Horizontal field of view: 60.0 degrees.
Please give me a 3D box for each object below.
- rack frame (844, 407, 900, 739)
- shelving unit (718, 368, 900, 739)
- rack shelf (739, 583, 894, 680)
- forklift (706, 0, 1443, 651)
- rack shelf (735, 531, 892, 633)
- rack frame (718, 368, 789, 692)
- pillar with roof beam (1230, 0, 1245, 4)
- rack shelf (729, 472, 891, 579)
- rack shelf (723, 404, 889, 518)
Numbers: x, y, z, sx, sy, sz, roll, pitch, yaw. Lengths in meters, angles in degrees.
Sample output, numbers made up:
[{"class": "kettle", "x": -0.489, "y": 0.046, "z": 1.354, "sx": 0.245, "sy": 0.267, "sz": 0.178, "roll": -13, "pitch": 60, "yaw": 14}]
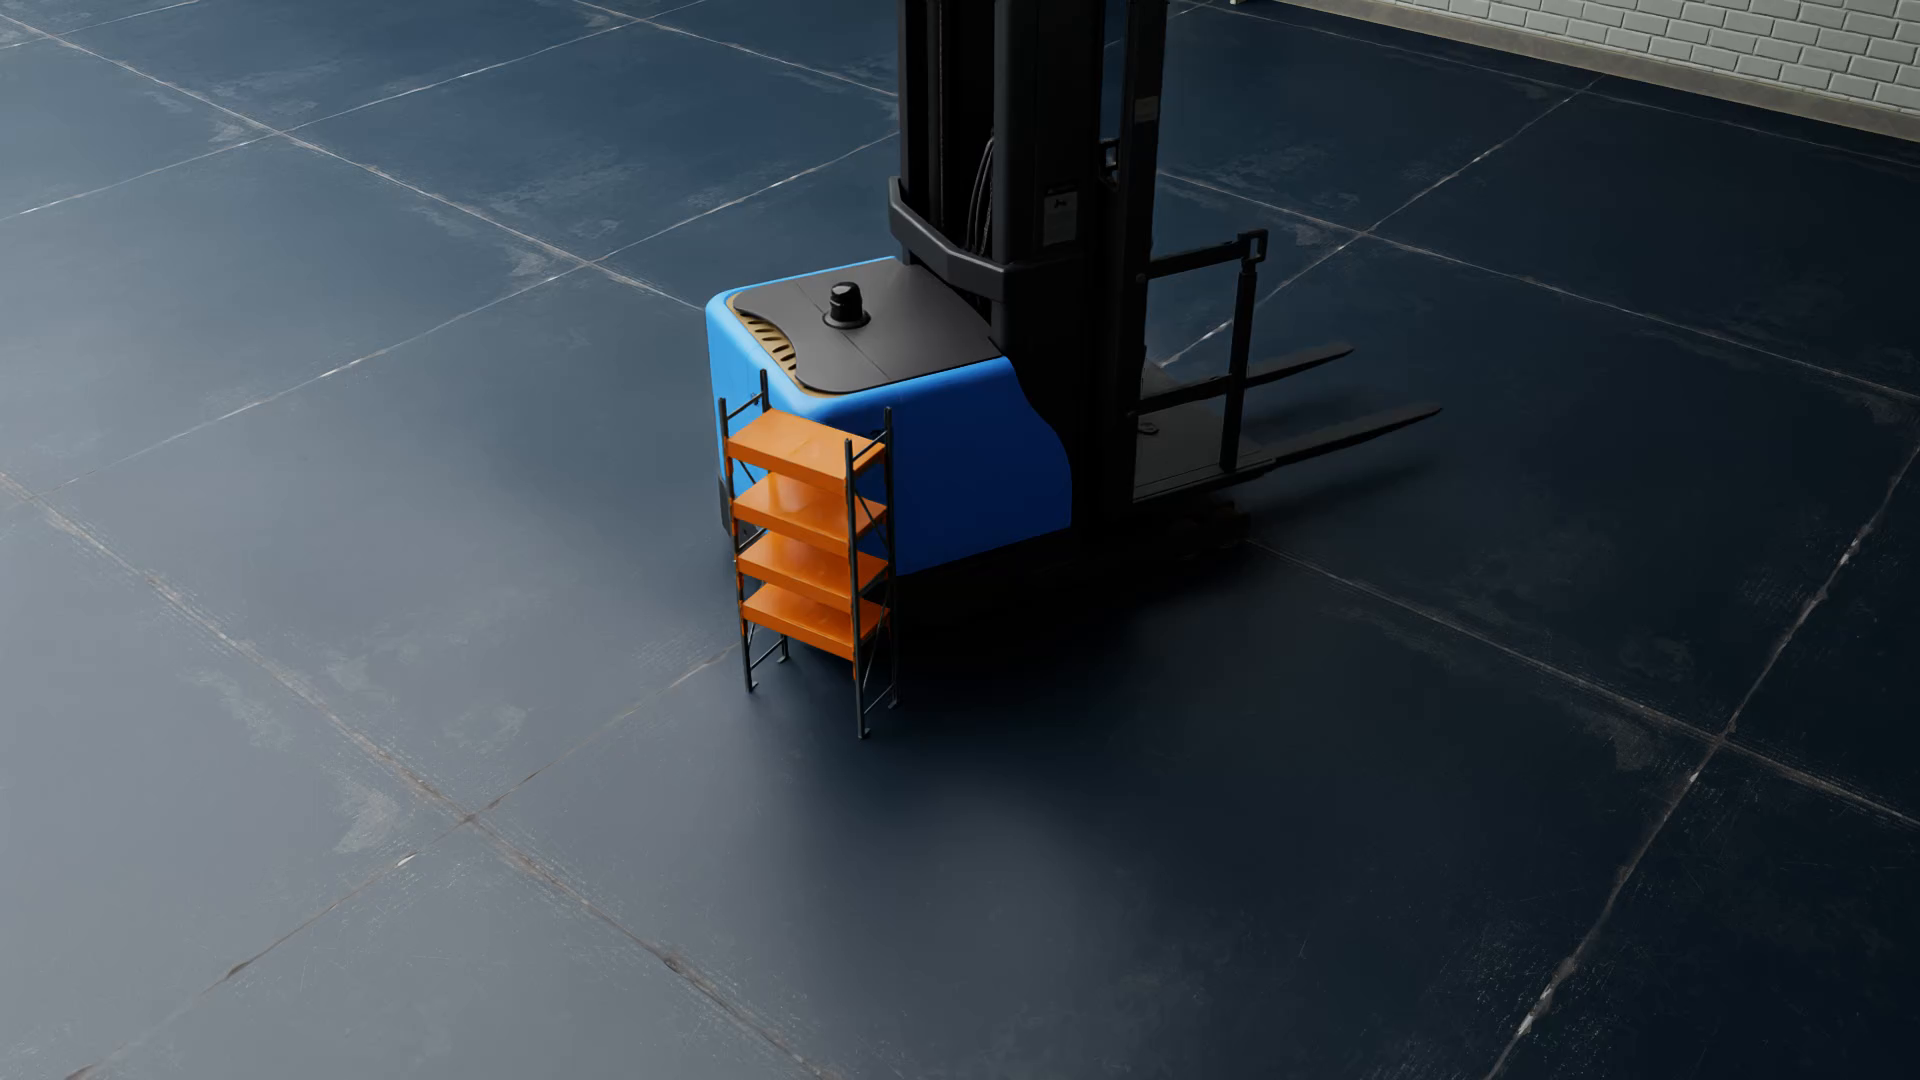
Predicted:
[{"class": "rack frame", "x": -0.284, "y": 0.134, "z": 5.494, "sx": 0.015, "sy": 1.200, "sz": 0.240, "roll": 19, "pitch": 39, "yaw": 25}, {"class": "shelving unit", "x": -0.492, "y": 0.062, "z": 5.599, "sx": 0.503, "sy": 1.200, "sz": 0.258, "roll": 19, "pitch": 39, "yaw": 25}, {"class": "rack shelf", "x": -0.492, "y": 0.281, "z": 5.750, "sx": 0.480, "sy": 0.148, "sz": 0.258, "roll": 19, "pitch": 39, "yaw": 25}, {"class": "forklift", "x": 0.590, "y": -1.376, "z": 6.164, "sx": 3.031, "sy": 2.935, "sz": 1.130, "roll": -16, "pitch": 38, "yaw": -22}, {"class": "rack shelf", "x": -0.492, "y": 0.118, "z": 5.637, "sx": 0.480, "sy": 0.148, "sz": 0.258, "roll": 19, "pitch": 39, "yaw": 25}, {"class": "rack frame", "x": -0.700, "y": -0.010, "z": 5.703, "sx": 0.015, "sy": 1.200, "sz": 0.240, "roll": 19, "pitch": 39, "yaw": 25}, {"class": "pillar with roof beam", "x": -0.699, "y": -6.069, "z": 7.639, "sx": 0.400, "sy": 9.000, "sz": 9.100, "roll": 25, "pitch": 42, "yaw": 32}, {"class": "rack shelf", "x": -0.492, "y": -0.066, "z": 5.510, "sx": 0.480, "sy": 0.148, "sz": 0.258, "roll": 19, "pitch": 39, "yaw": 25}, {"class": "rack shelf", "x": -0.493, "y": -0.261, "z": 5.376, "sx": 0.480, "sy": 0.148, "sz": 0.258, "roll": 19, "pitch": 39, "yaw": 25}]
